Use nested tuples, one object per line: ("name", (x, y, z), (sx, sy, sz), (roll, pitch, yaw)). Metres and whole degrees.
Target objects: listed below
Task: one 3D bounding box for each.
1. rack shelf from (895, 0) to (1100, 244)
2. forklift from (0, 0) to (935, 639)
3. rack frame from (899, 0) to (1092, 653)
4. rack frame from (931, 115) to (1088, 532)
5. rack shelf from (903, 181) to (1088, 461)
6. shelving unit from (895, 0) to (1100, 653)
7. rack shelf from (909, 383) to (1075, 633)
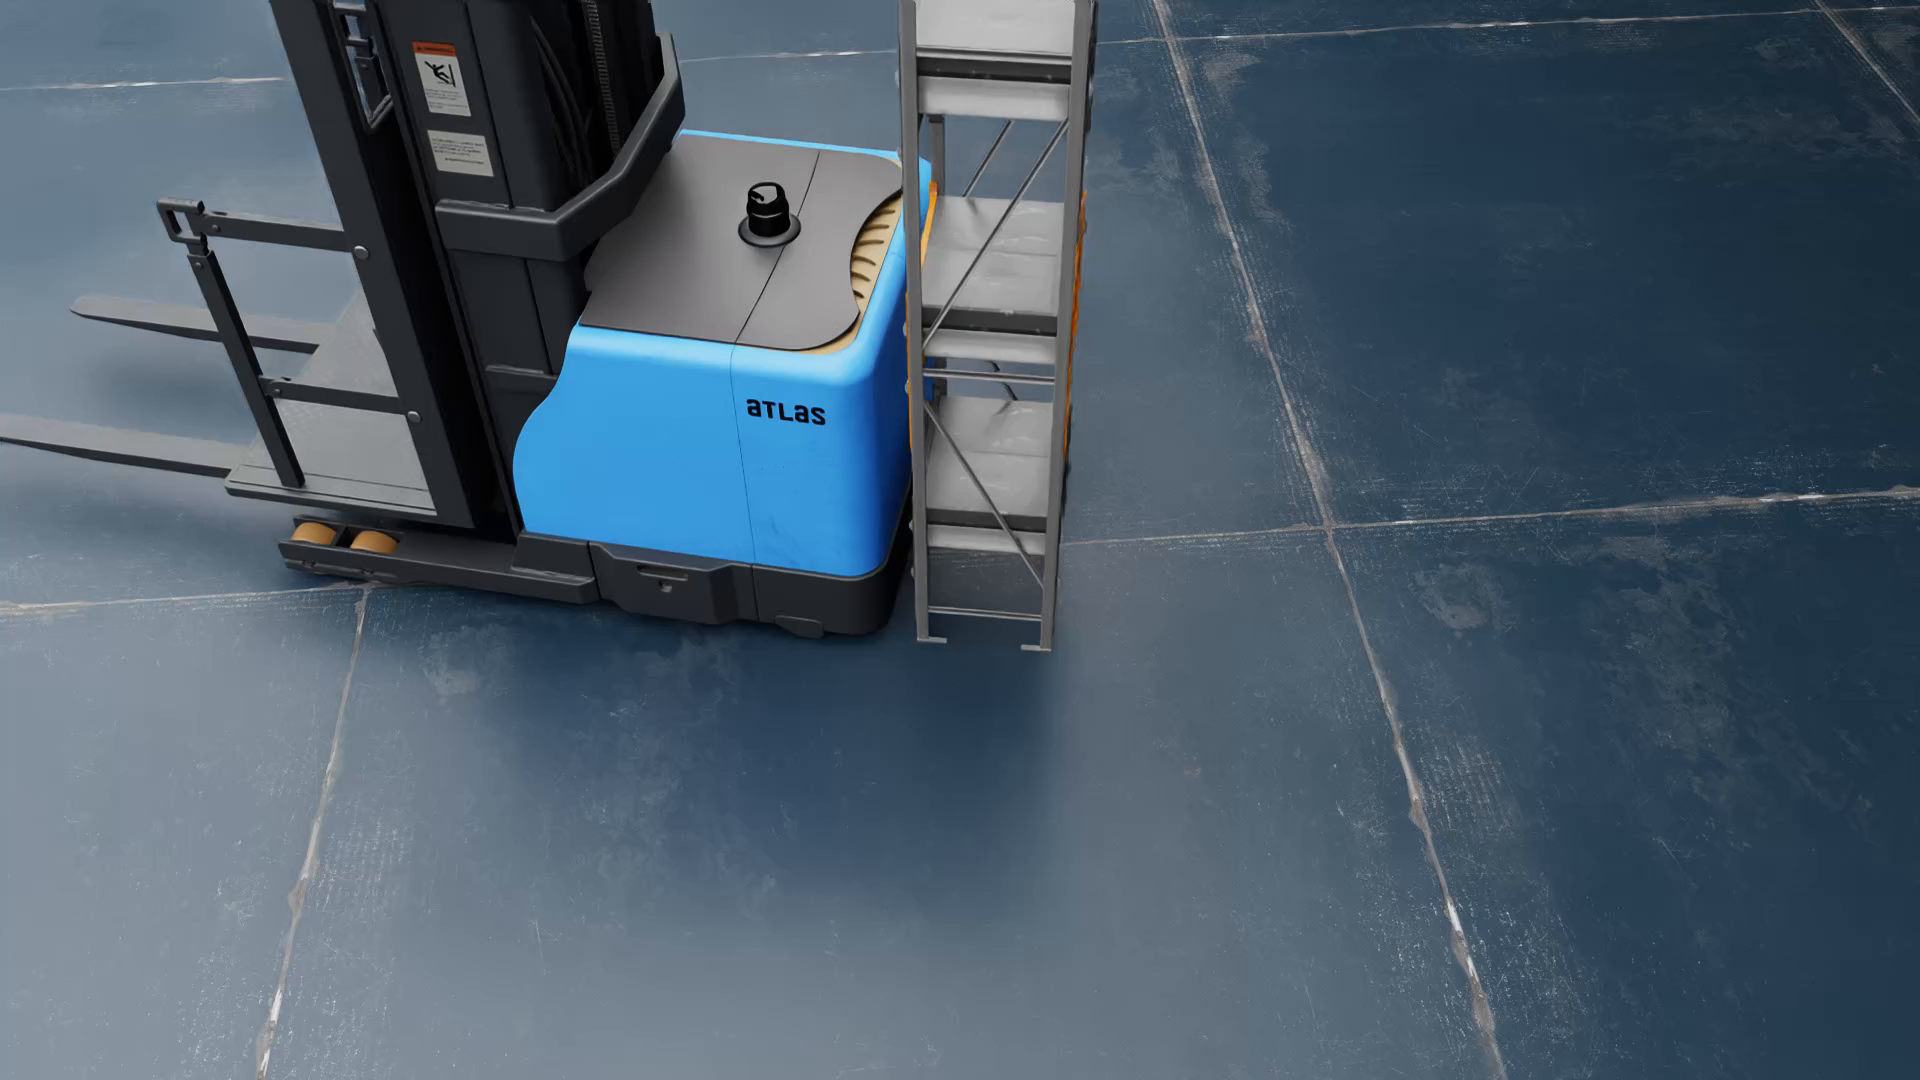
("rack shelf", (0.099, -1.056, 3.859), (0.431, 0.518, 0.480), (5, 47, 4))
("forklift", (-1.615, -1.244, 4.410), (3.031, 2.935, 1.130), (8, 47, 7))
("rack frame", (0.072, -0.408, 4.190), (0.400, 2.100, 0.015), (5, 47, 4))
("rack frame", (0.125, -0.760, 4.524), (0.400, 2.100, 0.015), (5, 47, 4))
("rack shelf", (0.099, -0.575, 4.367), (0.431, 0.518, 0.480), (5, 47, 4))
("shelving unit", (0.099, -0.584, 4.357), (0.431, 2.100, 0.503), (5, 47, 4))
("rack shelf", (0.099, -0.093, 4.875), (0.431, 0.518, 0.480), (5, 47, 4))
